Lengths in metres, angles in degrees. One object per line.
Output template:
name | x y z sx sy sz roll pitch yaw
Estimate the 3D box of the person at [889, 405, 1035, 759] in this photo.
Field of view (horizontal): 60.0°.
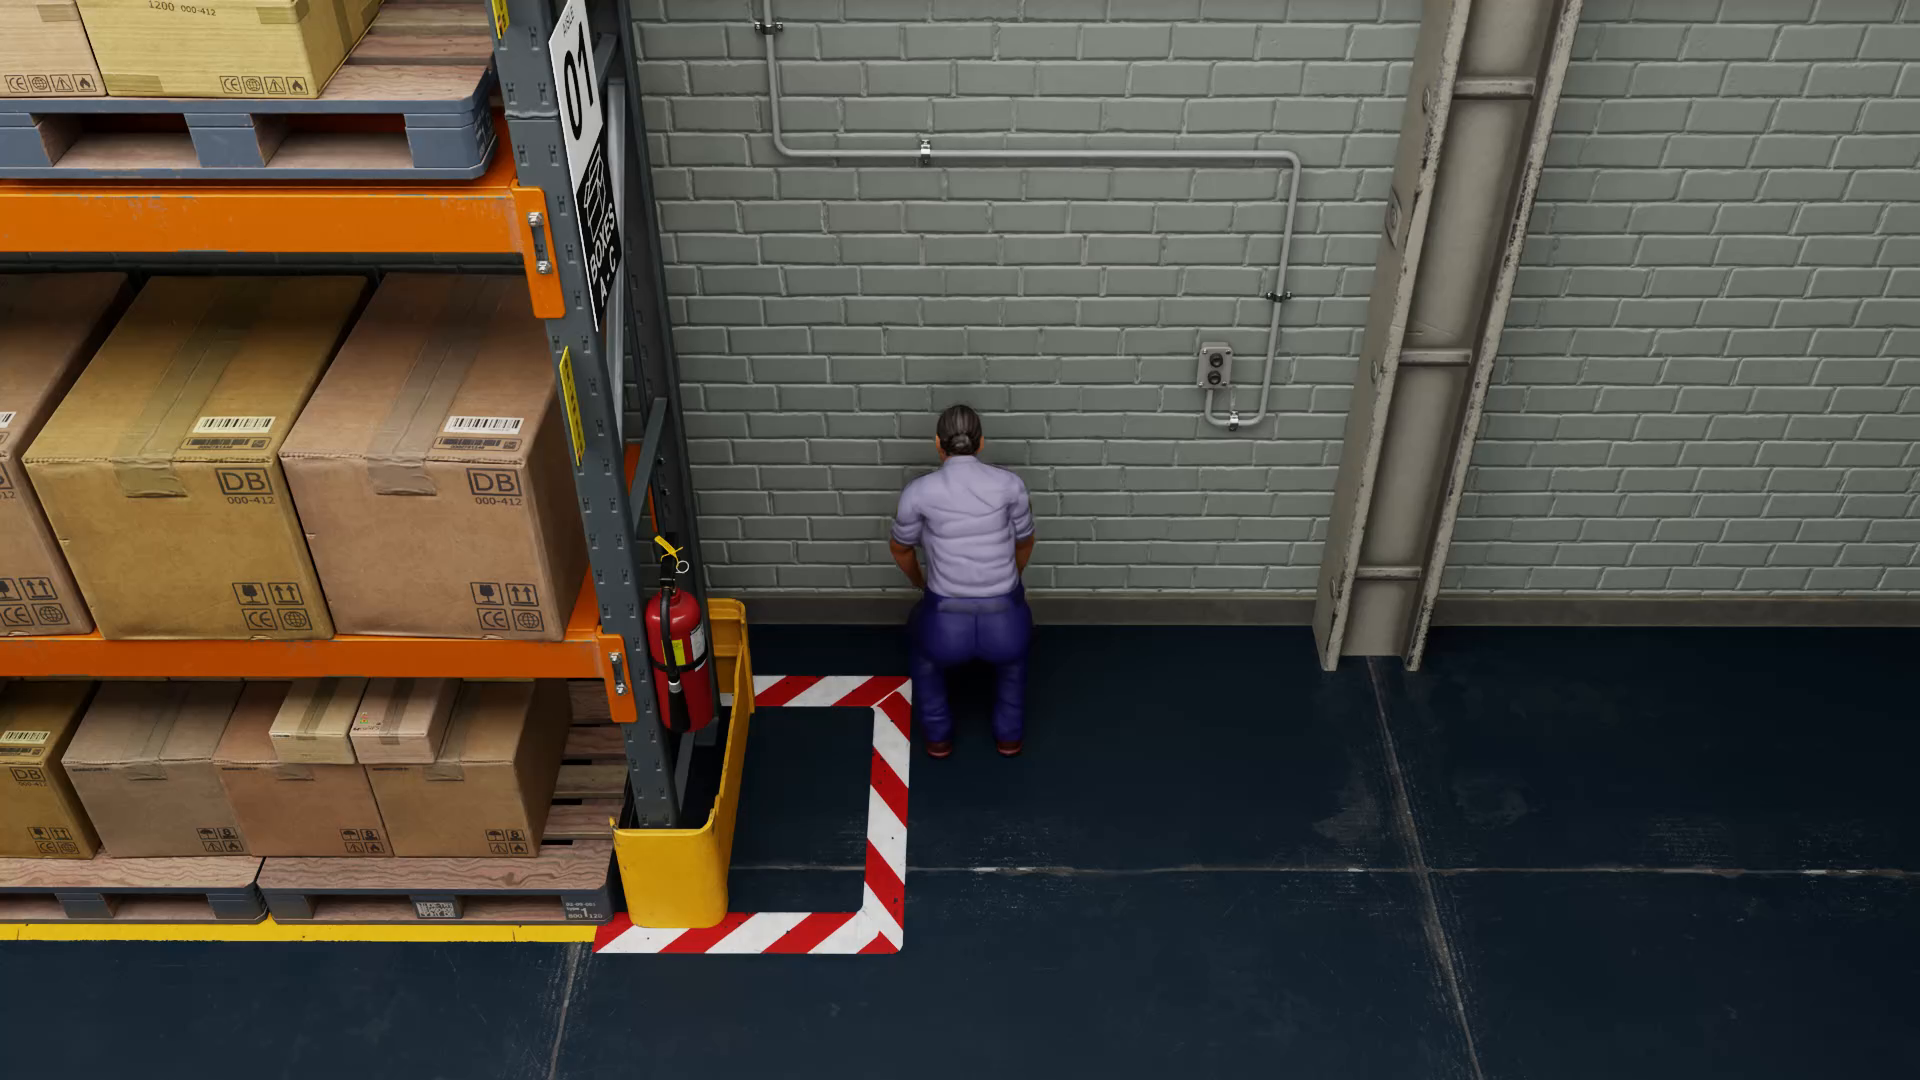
person | 0.011 0.220 6.140 0.536 1.357 0.654 -1 40 -1
